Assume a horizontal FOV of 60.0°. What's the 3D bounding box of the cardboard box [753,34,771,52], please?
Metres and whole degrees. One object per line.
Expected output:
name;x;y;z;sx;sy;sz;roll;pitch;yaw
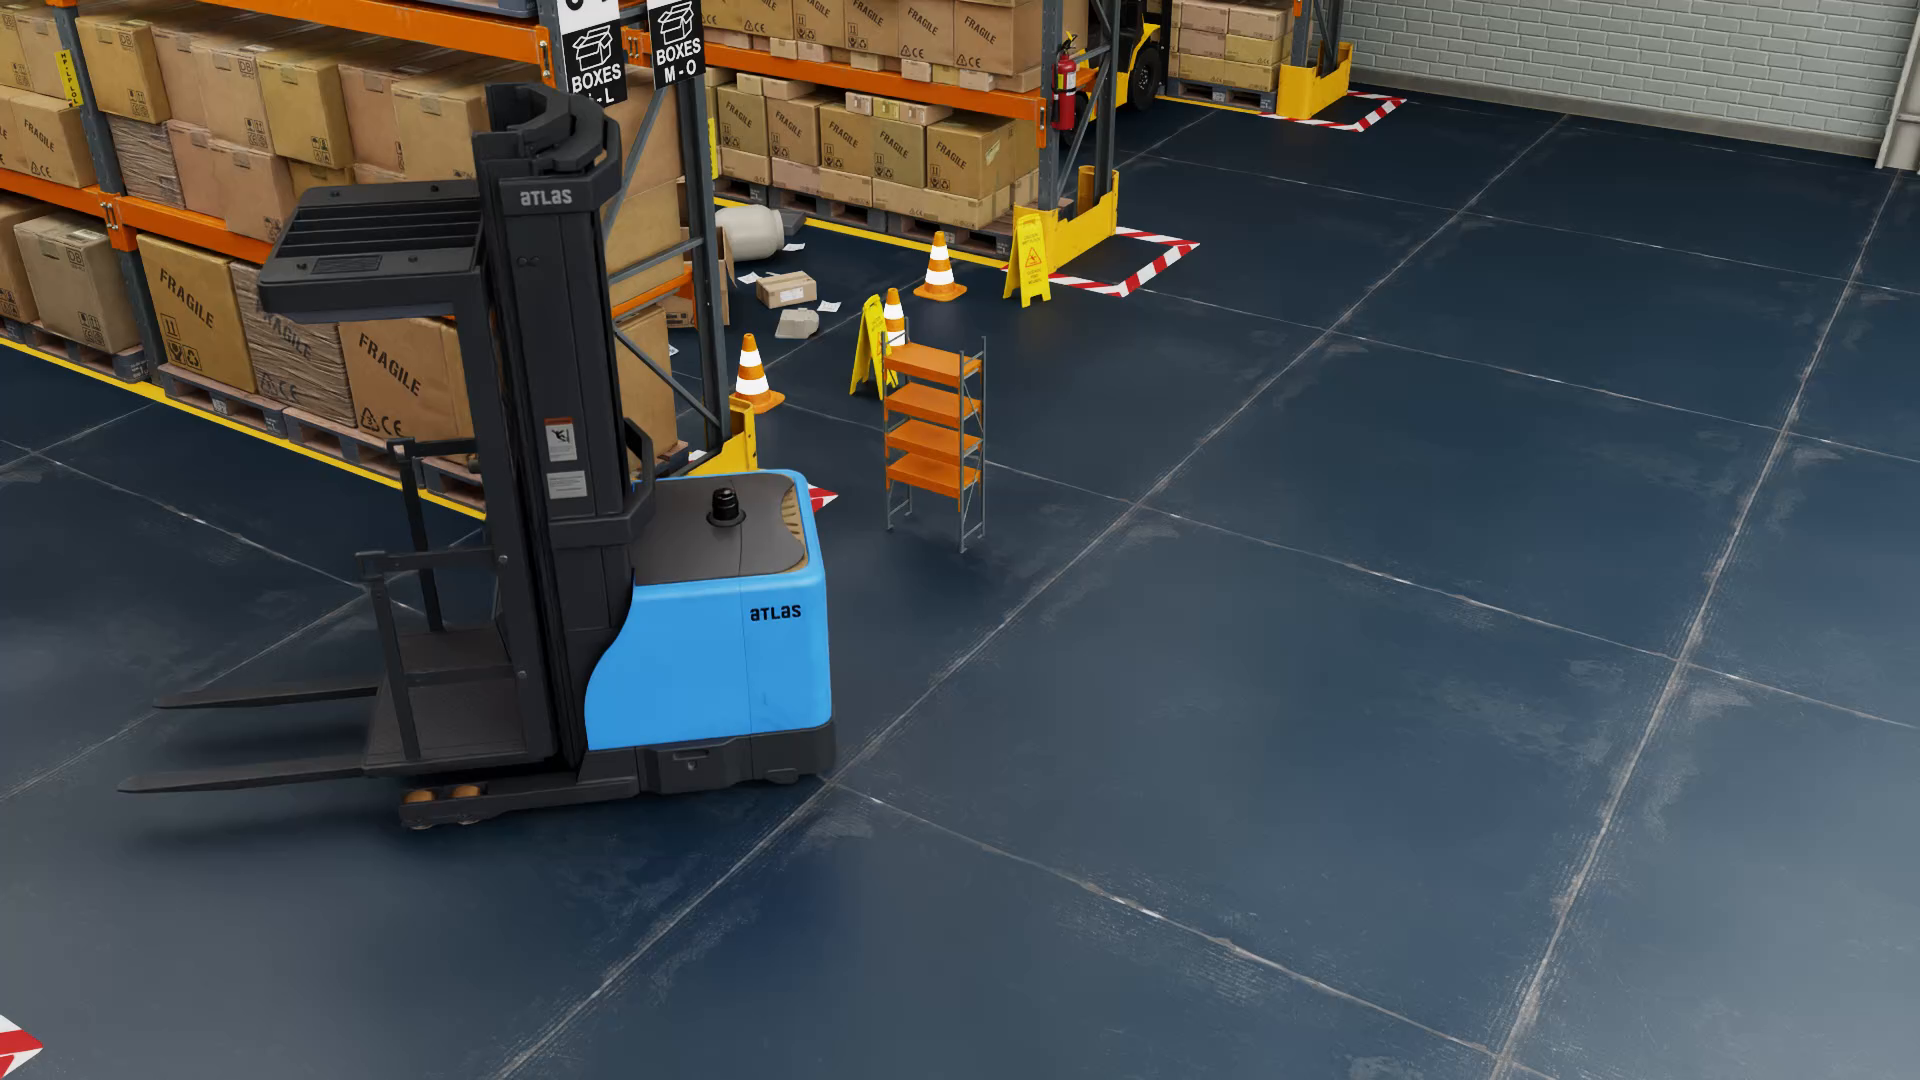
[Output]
cardboard box;-1.473;-4.088;13.530;0.250;0.149;0.380;17;34;27

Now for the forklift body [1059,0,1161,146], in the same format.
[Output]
forklift body;0.962;-5.071;15.808;1.214;2.155;2.313;18;35;27

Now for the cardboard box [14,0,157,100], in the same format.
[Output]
cardboard box;-5.455;-3.126;10.541;0.500;0.500;0.700;17;34;27

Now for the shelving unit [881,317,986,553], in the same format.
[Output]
shelving unit;-0.140;-0.563;9.024;0.503;1.200;0.258;18;35;27

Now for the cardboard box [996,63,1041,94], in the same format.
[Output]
cardboard box;0.472;-3.489;12.504;0.250;0.149;0.380;19;35;29

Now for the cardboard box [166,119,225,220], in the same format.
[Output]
cardboard box;-4.235;-2.354;10.160;0.550;0.550;0.875;18;35;27

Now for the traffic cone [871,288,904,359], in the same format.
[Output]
traffic cone;-0.450;-1.493;11.350;0.334;0.463;0.336;18;35;27

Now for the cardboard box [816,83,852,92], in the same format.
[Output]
cardboard box;-0.977;-3.663;14.119;0.500;0.500;0.500;20;36;30

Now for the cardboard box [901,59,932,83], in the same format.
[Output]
cardboard box;-0.242;-3.644;12.769;0.250;0.149;0.380;18;35;28

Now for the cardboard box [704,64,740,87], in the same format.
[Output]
cardboard box;-2.055;-3.926;13.927;0.250;0.149;0.380;18;35;28

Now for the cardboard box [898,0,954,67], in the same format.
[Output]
cardboard box;-0.125;-3.925;12.606;0.500;0.500;0.500;18;35;27

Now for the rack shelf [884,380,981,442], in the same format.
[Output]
rack shelf;-0.140;-0.698;8.945;0.480;0.148;0.258;18;35;27

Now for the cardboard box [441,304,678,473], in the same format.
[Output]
cardboard box;-2.253;-0.866;9.450;0.875;0.875;0.875;18;35;28

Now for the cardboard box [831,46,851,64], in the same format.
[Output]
cardboard box;-0.812;-3.907;13.220;0.250;0.149;0.380;18;35;27

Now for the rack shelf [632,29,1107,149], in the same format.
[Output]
rack shelf;-0.792;-3.814;13.525;4.000;0.370;1.077;18;35;27

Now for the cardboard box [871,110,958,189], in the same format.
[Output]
cardboard box;-0.359;-3.148;13.238;0.500;0.500;0.500;19;35;29

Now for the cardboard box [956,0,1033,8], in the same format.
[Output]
cardboard box;0.354;-4.236;12.148;0.500;0.500;0.700;17;34;26

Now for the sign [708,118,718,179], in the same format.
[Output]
sign;-1.343;-2.093;8.923;0.005;0.325;0.100;18;35;27

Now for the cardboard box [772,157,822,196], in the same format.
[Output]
cardboard box;-1.220;-3.102;13.902;0.500;0.250;0.500;17;34;27

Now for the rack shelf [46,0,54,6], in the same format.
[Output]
rack shelf;-6.725;-4.042;10.938;4.000;0.370;1.077;18;35;27

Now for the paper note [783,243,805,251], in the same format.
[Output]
paper note;-1.319;-2.334;13.221;0.148;0.019;0.142;6;31;10

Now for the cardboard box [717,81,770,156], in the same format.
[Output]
cardboard box;-1.670;-3.567;13.955;0.500;0.500;0.500;19;35;29

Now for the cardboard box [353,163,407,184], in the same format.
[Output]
cardboard box;-2.867;-1.936;9.443;0.550;0.550;0.875;18;35;27

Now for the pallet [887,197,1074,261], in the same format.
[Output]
pallet;0.169;-2.638;13.562;1.213;0.211;1.003;18;35;27

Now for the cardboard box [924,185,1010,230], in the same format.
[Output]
cardboard box;0.054;-2.691;13.198;0.500;0.250;0.500;17;34;27

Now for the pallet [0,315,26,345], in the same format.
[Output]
pallet;-6.763;-1.817;12.156;1.213;0.211;1.003;18;35;27

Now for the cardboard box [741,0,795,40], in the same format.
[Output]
cardboard box;-1.405;-4.331;13.303;0.500;0.500;0.500;17;34;27

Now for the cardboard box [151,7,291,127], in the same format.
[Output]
cardboard box;-4.210;-2.841;9.922;0.550;0.550;0.875;18;35;27

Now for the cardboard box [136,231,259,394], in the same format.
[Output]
cardboard box;-4.536;-1.586;10.684;0.875;0.875;0.875;18;35;28

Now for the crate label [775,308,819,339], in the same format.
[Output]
crate label;-1.149;-1.537;11.748;0.298;0.136;0.250;1;30;2

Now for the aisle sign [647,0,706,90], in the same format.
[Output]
aisle sign;-1.424;-2.681;8.289;0.004;0.787;0.394;18;35;27

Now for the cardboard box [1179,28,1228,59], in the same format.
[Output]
cardboard box;2.541;-5.054;16.752;0.500;0.250;0.500;17;34;27

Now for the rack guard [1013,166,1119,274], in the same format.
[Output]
rack guard;0.838;-2.530;13.090;0.348;0.500;1.175;18;35;27

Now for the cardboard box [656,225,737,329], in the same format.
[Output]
cardboard box;-1.931;-1.901;12.009;0.637;0.503;0.797;-4;30;-7

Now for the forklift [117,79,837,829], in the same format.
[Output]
forklift;-2.116;-0.314;6.880;3.031;2.935;1.130;-5;31;-8

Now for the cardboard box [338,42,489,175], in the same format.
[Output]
cardboard box;-2.854;-2.412;9.188;0.550;0.550;0.875;18;35;27

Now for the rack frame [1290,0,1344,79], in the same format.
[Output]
rack frame;3.538;-5.709;16.058;0.127;3.000;1.000;18;35;27

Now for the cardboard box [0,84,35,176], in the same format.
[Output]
cardboard box;-6.043;-2.725;10.845;0.500;0.500;0.500;17;34;27

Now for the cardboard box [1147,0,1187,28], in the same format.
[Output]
cardboard box;2.114;-5.390;16.831;0.500;0.250;0.500;18;35;28

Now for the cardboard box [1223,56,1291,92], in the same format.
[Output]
cardboard box;2.972;-4.693;16.630;0.500;0.250;0.500;18;35;28

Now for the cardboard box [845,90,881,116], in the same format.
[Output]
cardboard box;-0.695;-3.500;13.197;0.250;0.149;0.380;19;35;29

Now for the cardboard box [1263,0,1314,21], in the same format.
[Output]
cardboard box;3.232;-5.344;16.753;0.500;0.250;0.500;17;34;27

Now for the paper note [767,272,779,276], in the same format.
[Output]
paper note;-1.431;-2.036;12.730;0.123;0.001;0.032;18;35;27

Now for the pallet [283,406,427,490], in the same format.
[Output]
pallet;-3.392;-0.753;10.331;1.213;0.211;1.003;18;35;27

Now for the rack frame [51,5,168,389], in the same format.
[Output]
rack frame;-5.031;-2.521;10.594;0.127;3.000;1.000;18;35;27

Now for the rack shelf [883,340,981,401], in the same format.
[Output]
rack shelf;-0.140;-0.902;8.826;0.480;0.148;0.258;18;35;27
